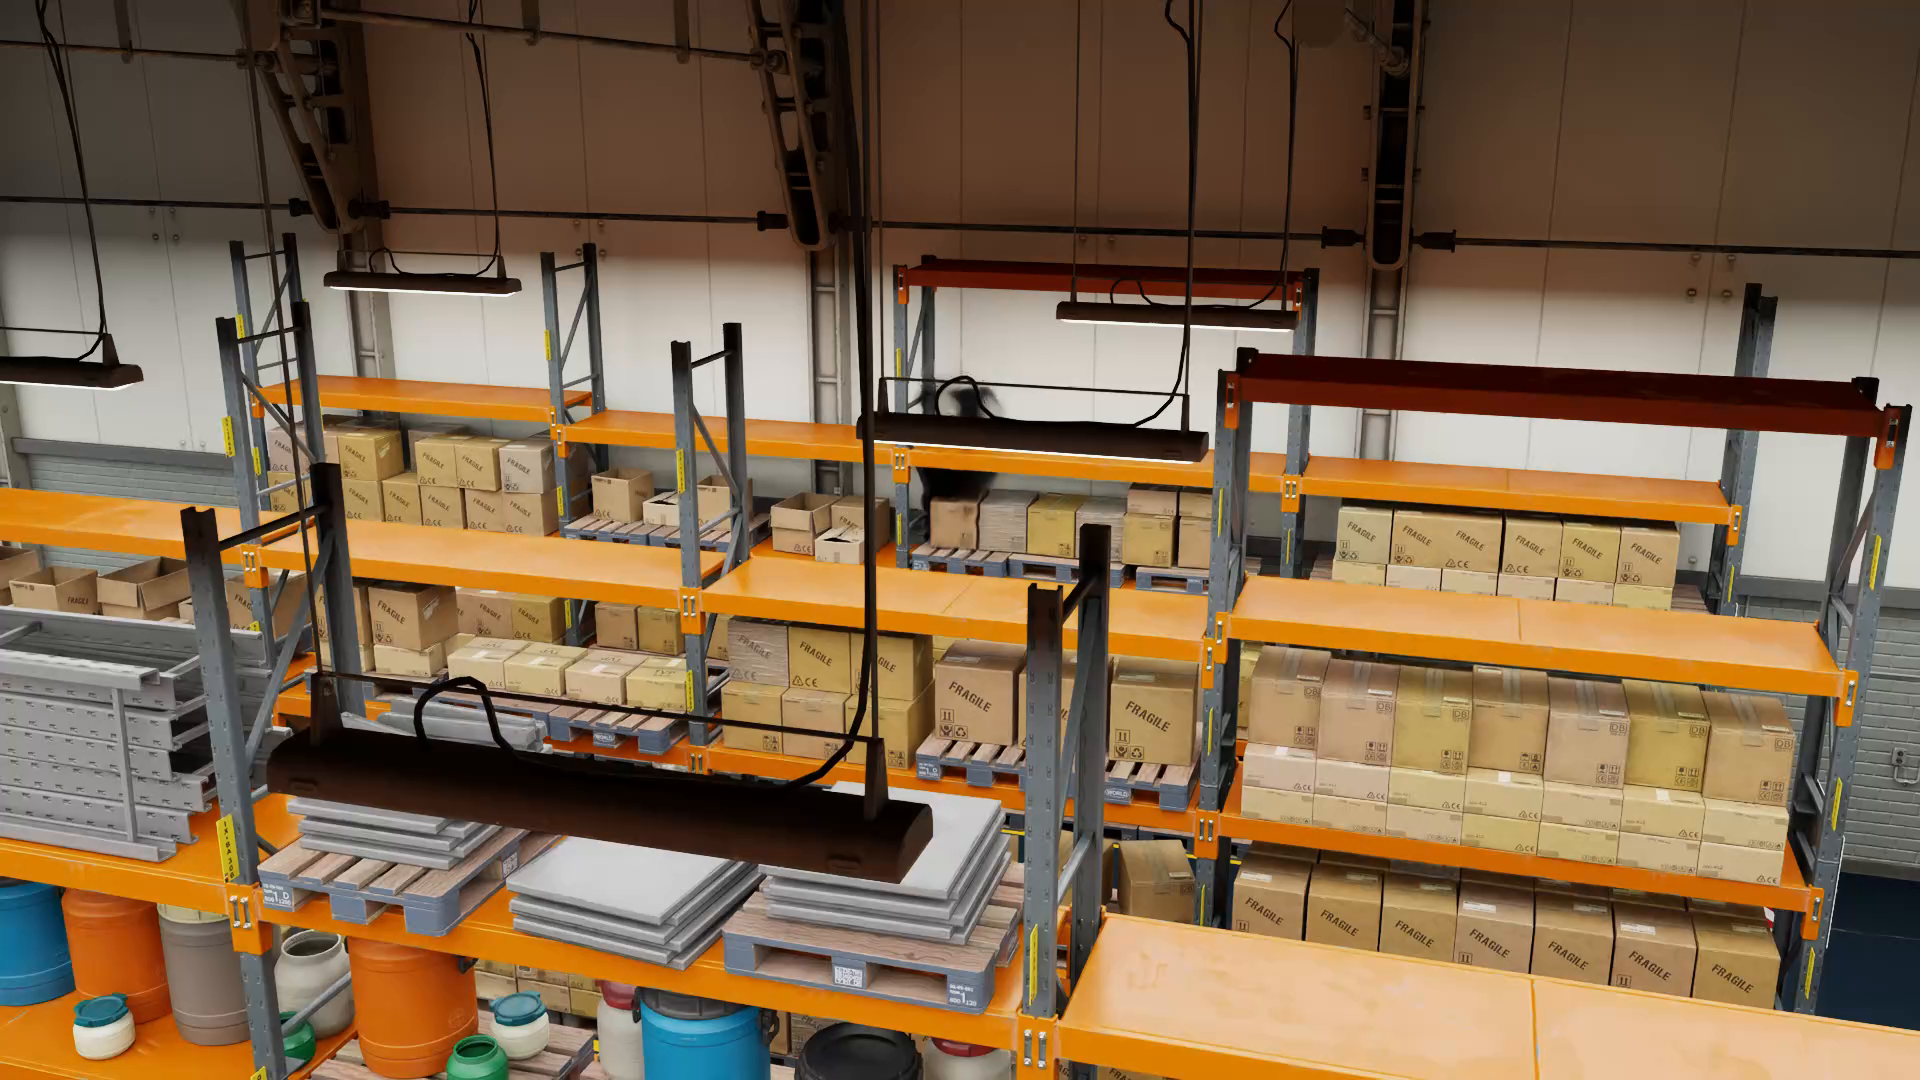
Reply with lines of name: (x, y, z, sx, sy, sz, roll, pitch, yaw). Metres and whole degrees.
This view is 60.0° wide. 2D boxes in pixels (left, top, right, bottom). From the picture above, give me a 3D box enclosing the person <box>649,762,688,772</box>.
person: (-2.799, 2.602, 16.741, 0.815, 1.705, 0.601, 4, 17, 14)
